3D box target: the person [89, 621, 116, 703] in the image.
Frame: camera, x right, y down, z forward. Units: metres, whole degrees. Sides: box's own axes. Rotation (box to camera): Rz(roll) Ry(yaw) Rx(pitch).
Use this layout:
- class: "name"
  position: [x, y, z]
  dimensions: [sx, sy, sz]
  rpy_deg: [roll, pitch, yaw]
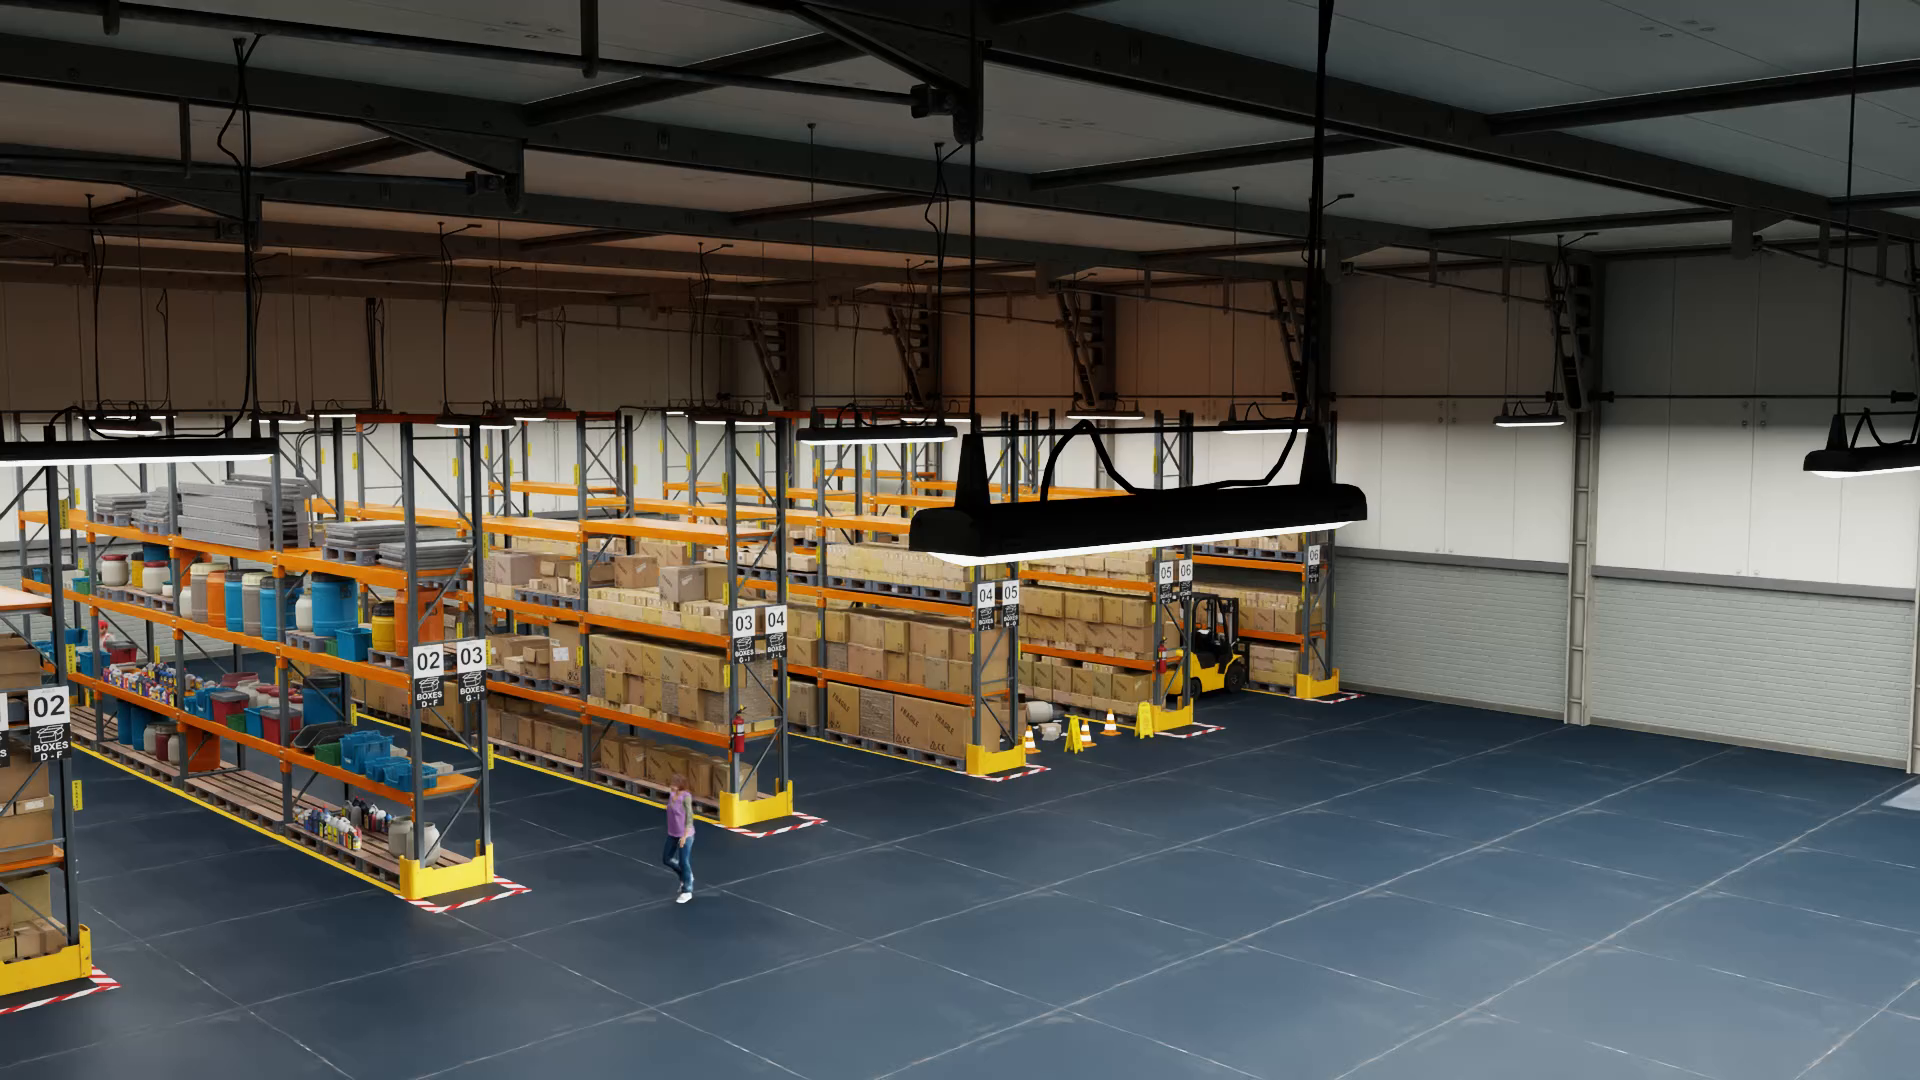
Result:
- class: "person"
  position: [-17.591, 2.480, 34.249]
  dimensions: [0.466, 1.662, 0.961]
  rpy_deg: [3, 6, 32]

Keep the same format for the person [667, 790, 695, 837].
- class: "person"
  position: [-3.489, 3.416, 20.791]
  dimensions: [0.437, 0.574, 0.319]
  rpy_deg: [4, 7, 41]

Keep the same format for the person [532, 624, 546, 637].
- class: "person"
  position: [-10.455, 1.905, 40.957]
  dimensions: [0.623, 1.801, 0.577]
  rpy_deg: [-3, 6, -35]
